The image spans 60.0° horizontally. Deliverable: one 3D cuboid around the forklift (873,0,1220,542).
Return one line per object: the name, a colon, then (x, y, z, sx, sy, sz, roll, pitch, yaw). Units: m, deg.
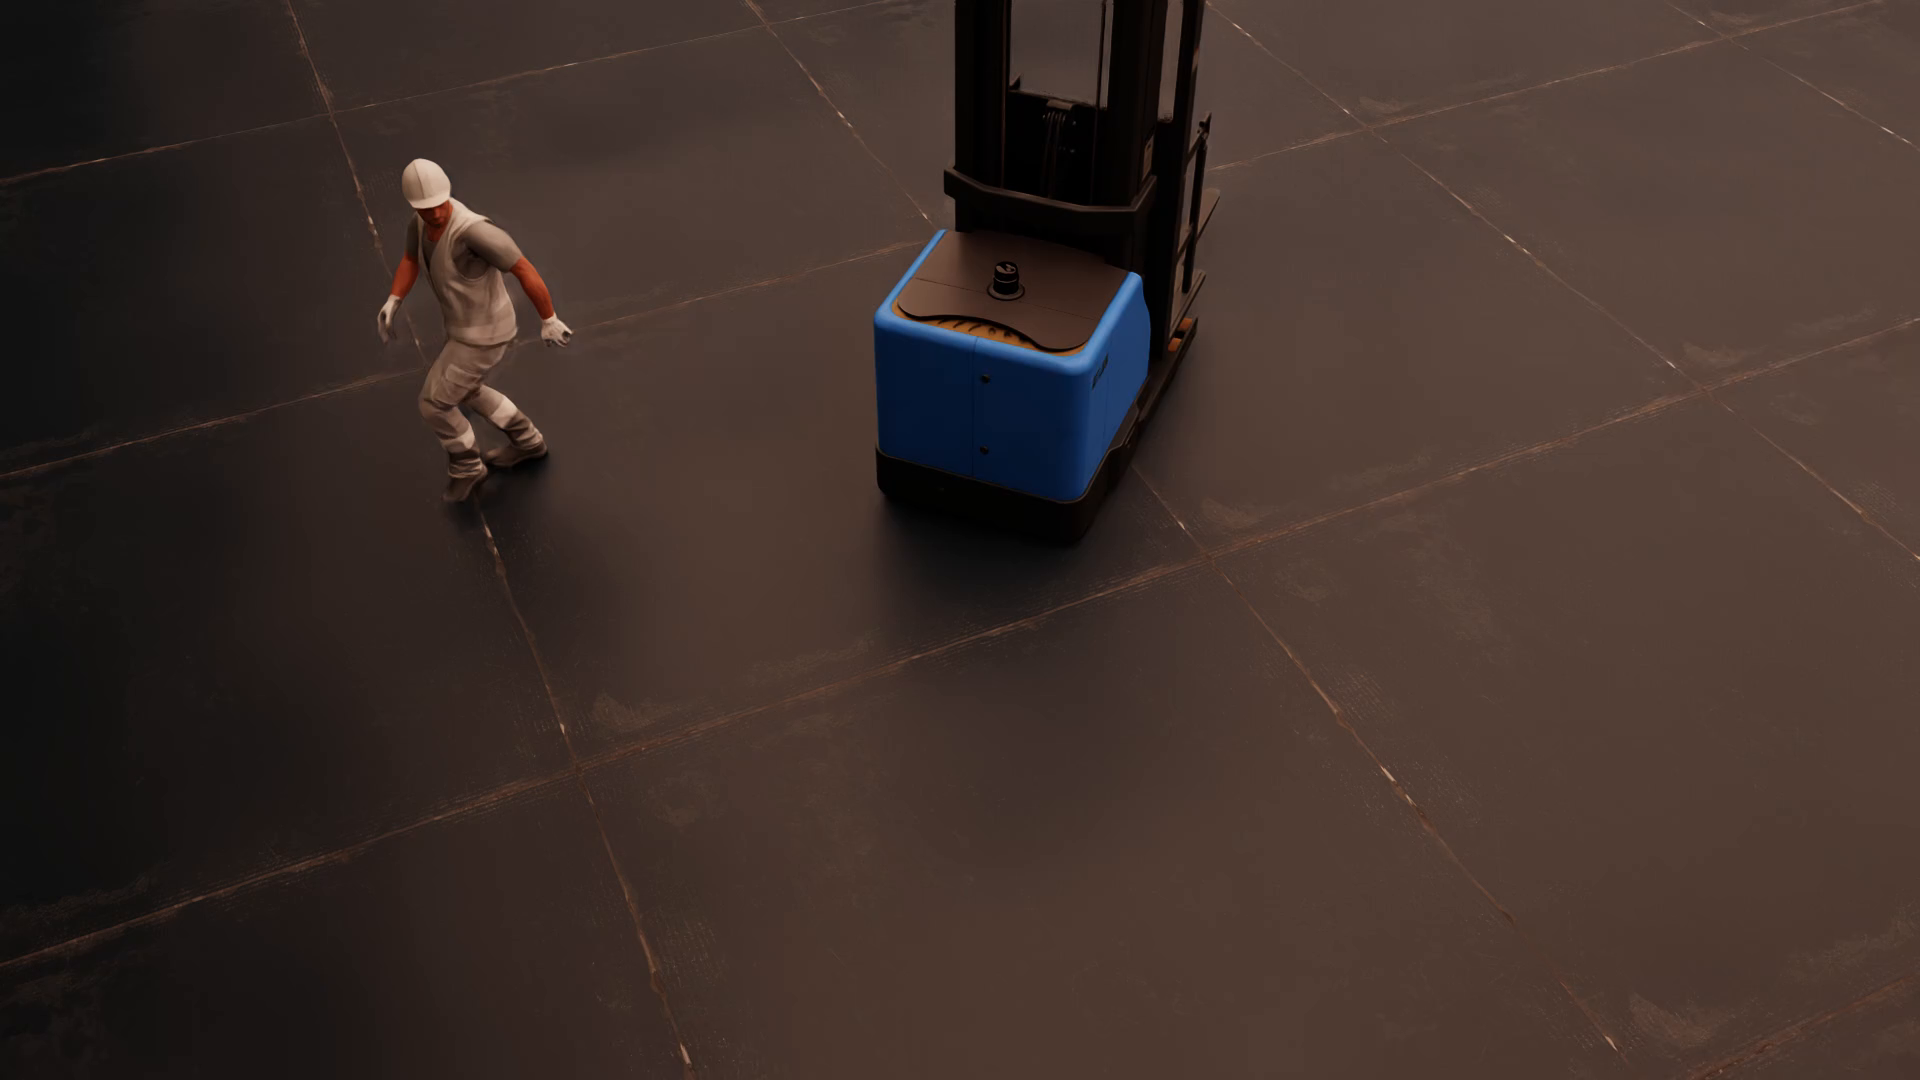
forklift: (0.628, -2.079, 7.908, 1.130, 2.935, 3.031, 16, 45, 16)

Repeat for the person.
person: (-2.234, -0.960, 7.640, 0.813, 1.777, 0.627, -17, 46, -18)
